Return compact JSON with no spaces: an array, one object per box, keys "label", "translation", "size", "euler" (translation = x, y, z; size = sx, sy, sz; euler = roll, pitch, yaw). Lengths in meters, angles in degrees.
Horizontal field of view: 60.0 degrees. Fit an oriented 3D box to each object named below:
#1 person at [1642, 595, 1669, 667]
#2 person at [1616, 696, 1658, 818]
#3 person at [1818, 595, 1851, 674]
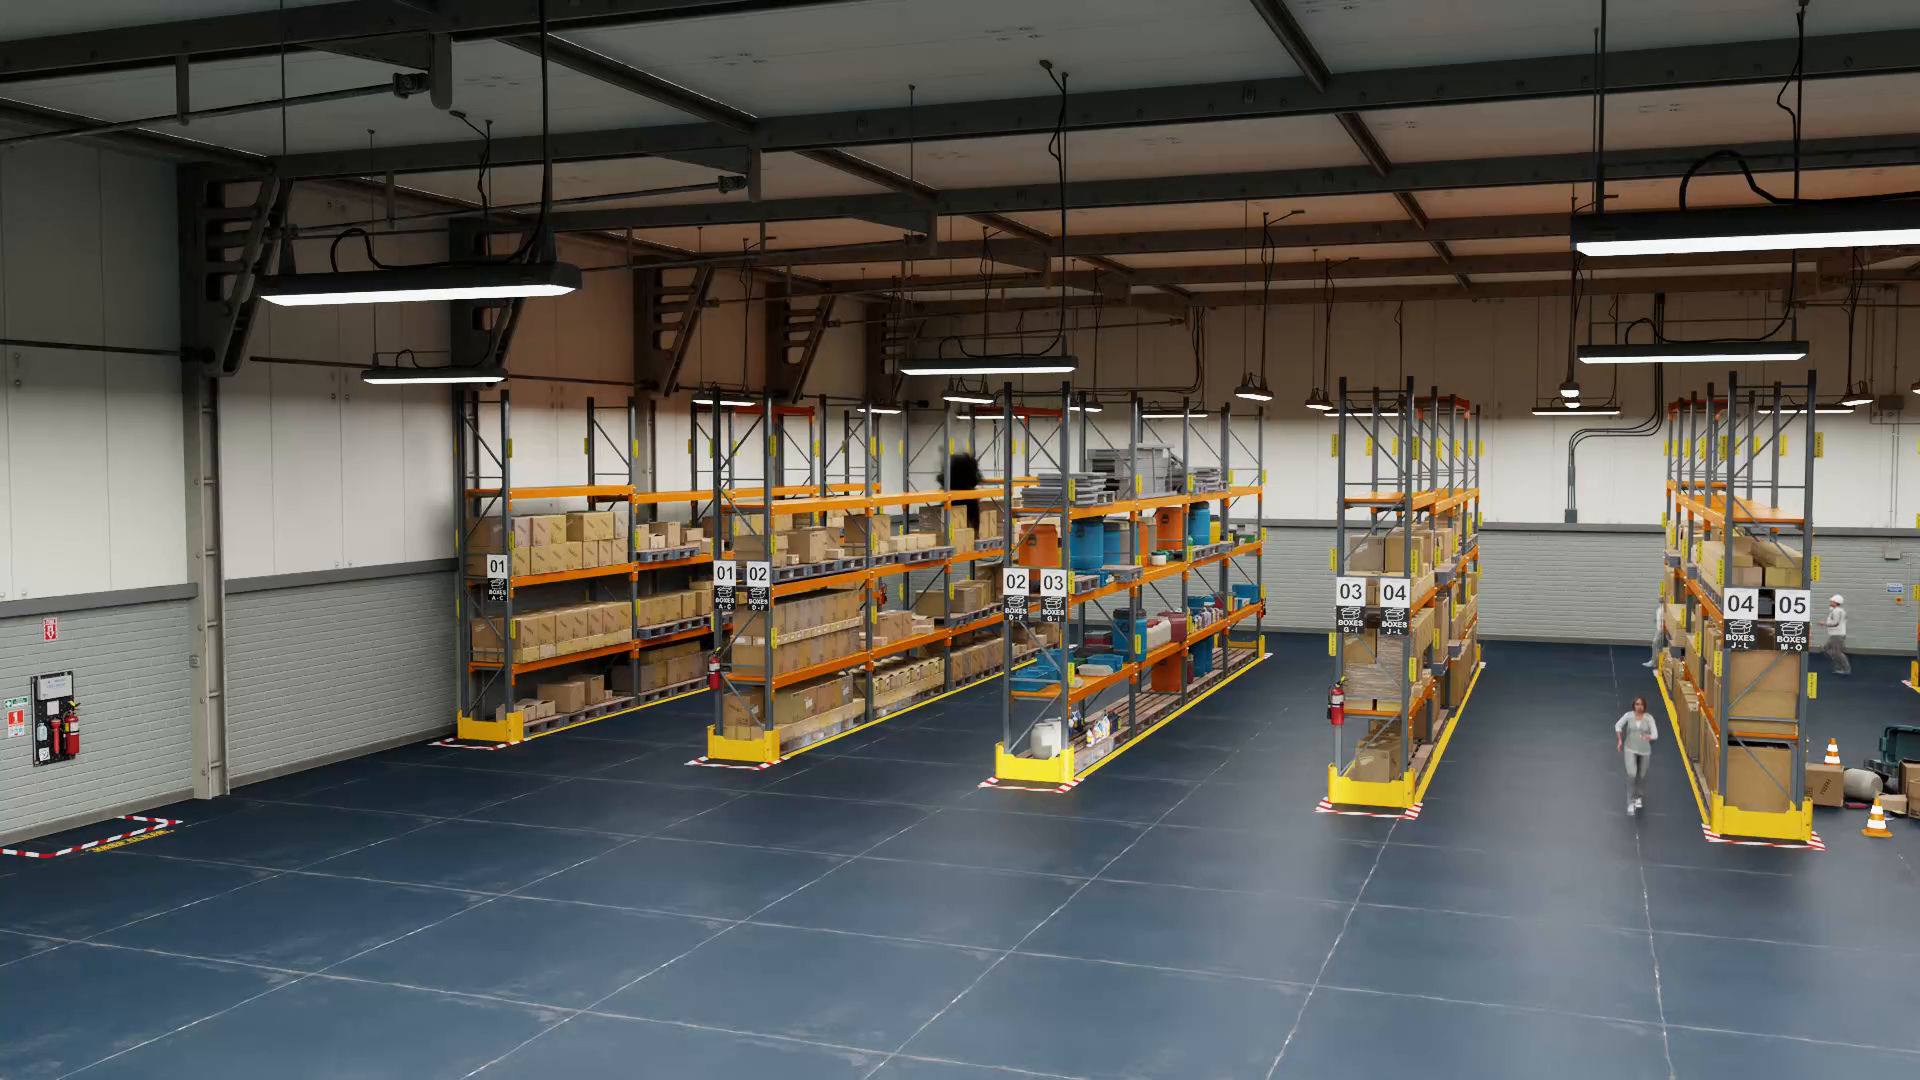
[{"label":"person","translation":[16.011,2.039,37.763],"size":[0.896,1.750,0.750],"euler":[1,3,17]},{"label":"person","translation":[9.256,2.948,22.743],"size":[0.504,1.644,0.711],"euler":[1,3,14]},{"label":"person","translation":[19.336,2.107,36.759],"size":[0.693,1.779,0.633],"euler":[2,4,28]}]
